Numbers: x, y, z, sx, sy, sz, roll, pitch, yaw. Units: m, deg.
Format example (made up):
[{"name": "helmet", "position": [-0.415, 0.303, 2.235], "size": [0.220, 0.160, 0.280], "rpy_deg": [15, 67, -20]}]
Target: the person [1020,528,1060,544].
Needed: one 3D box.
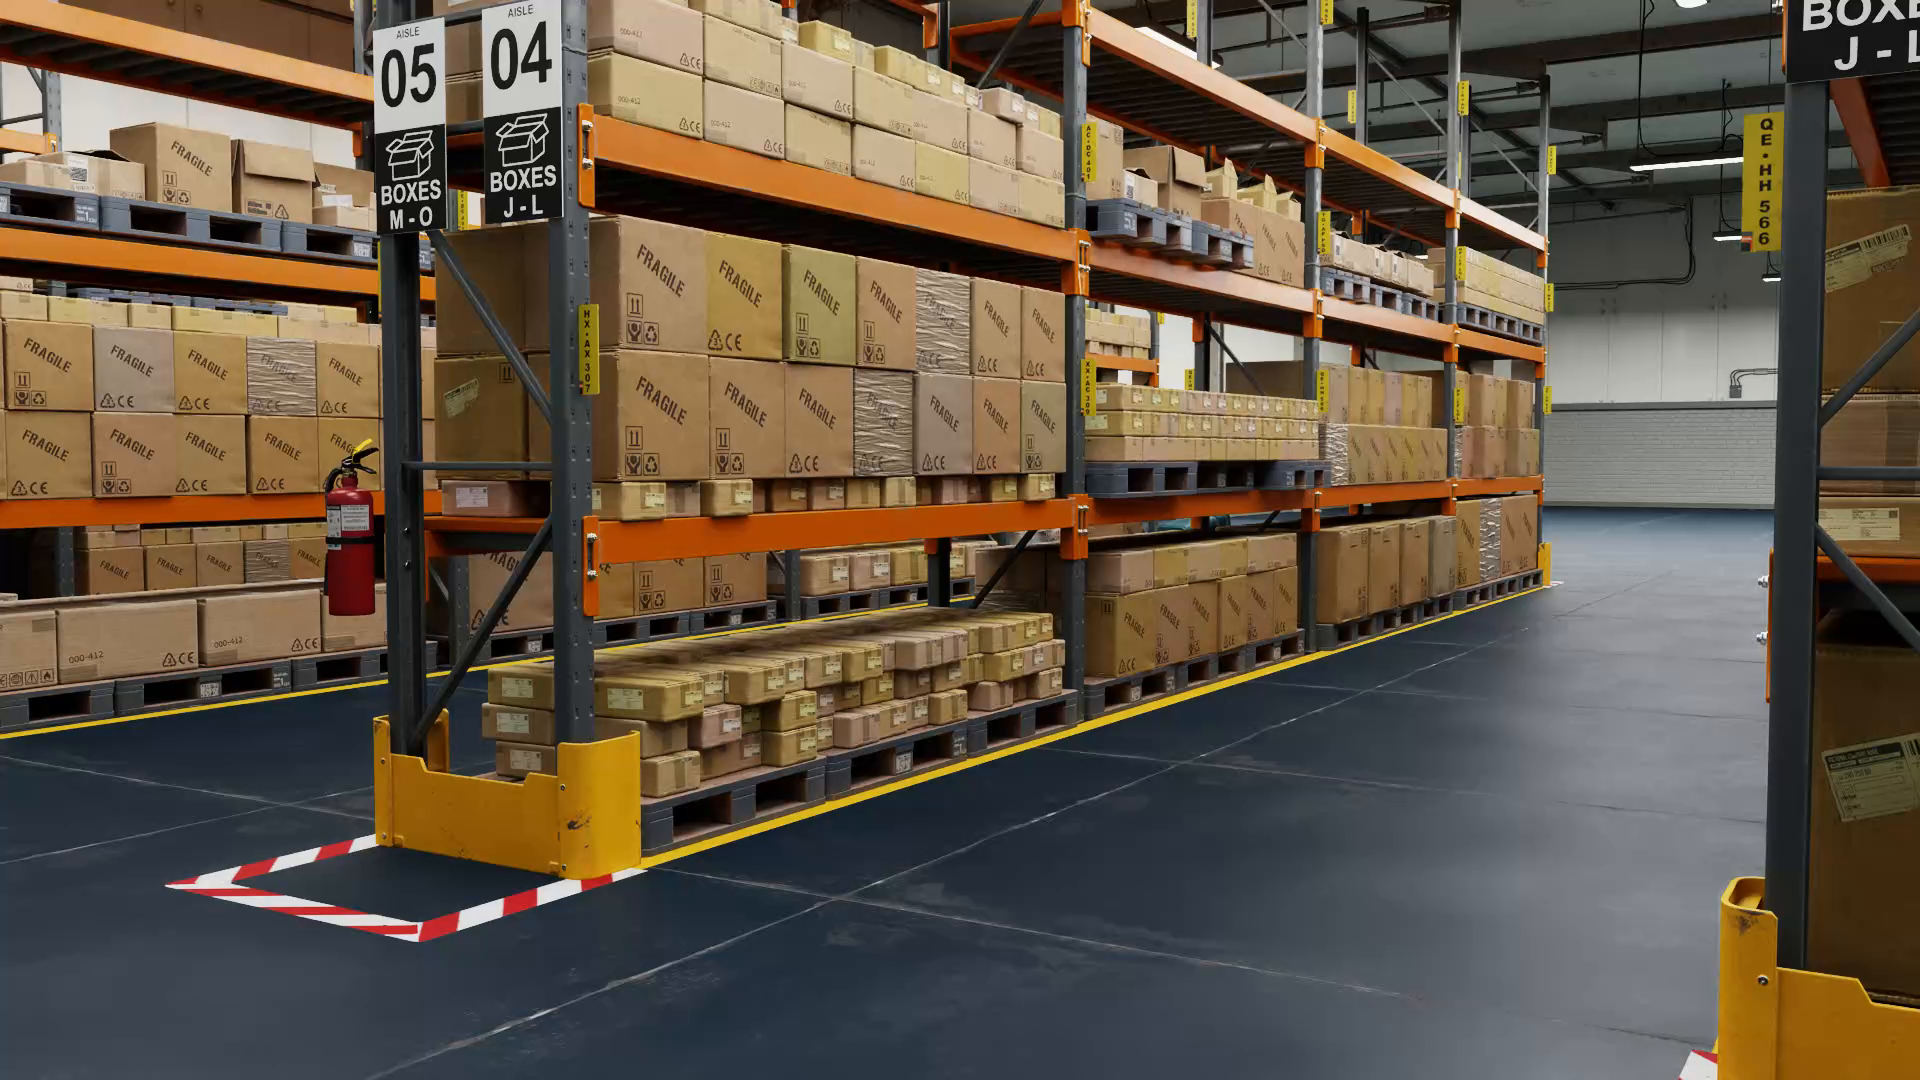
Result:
[{"name": "person", "position": [0.745, -0.049, 14.675], "size": [0.543, 1.700, 0.471], "rpy_deg": [2, 4, 40]}]
